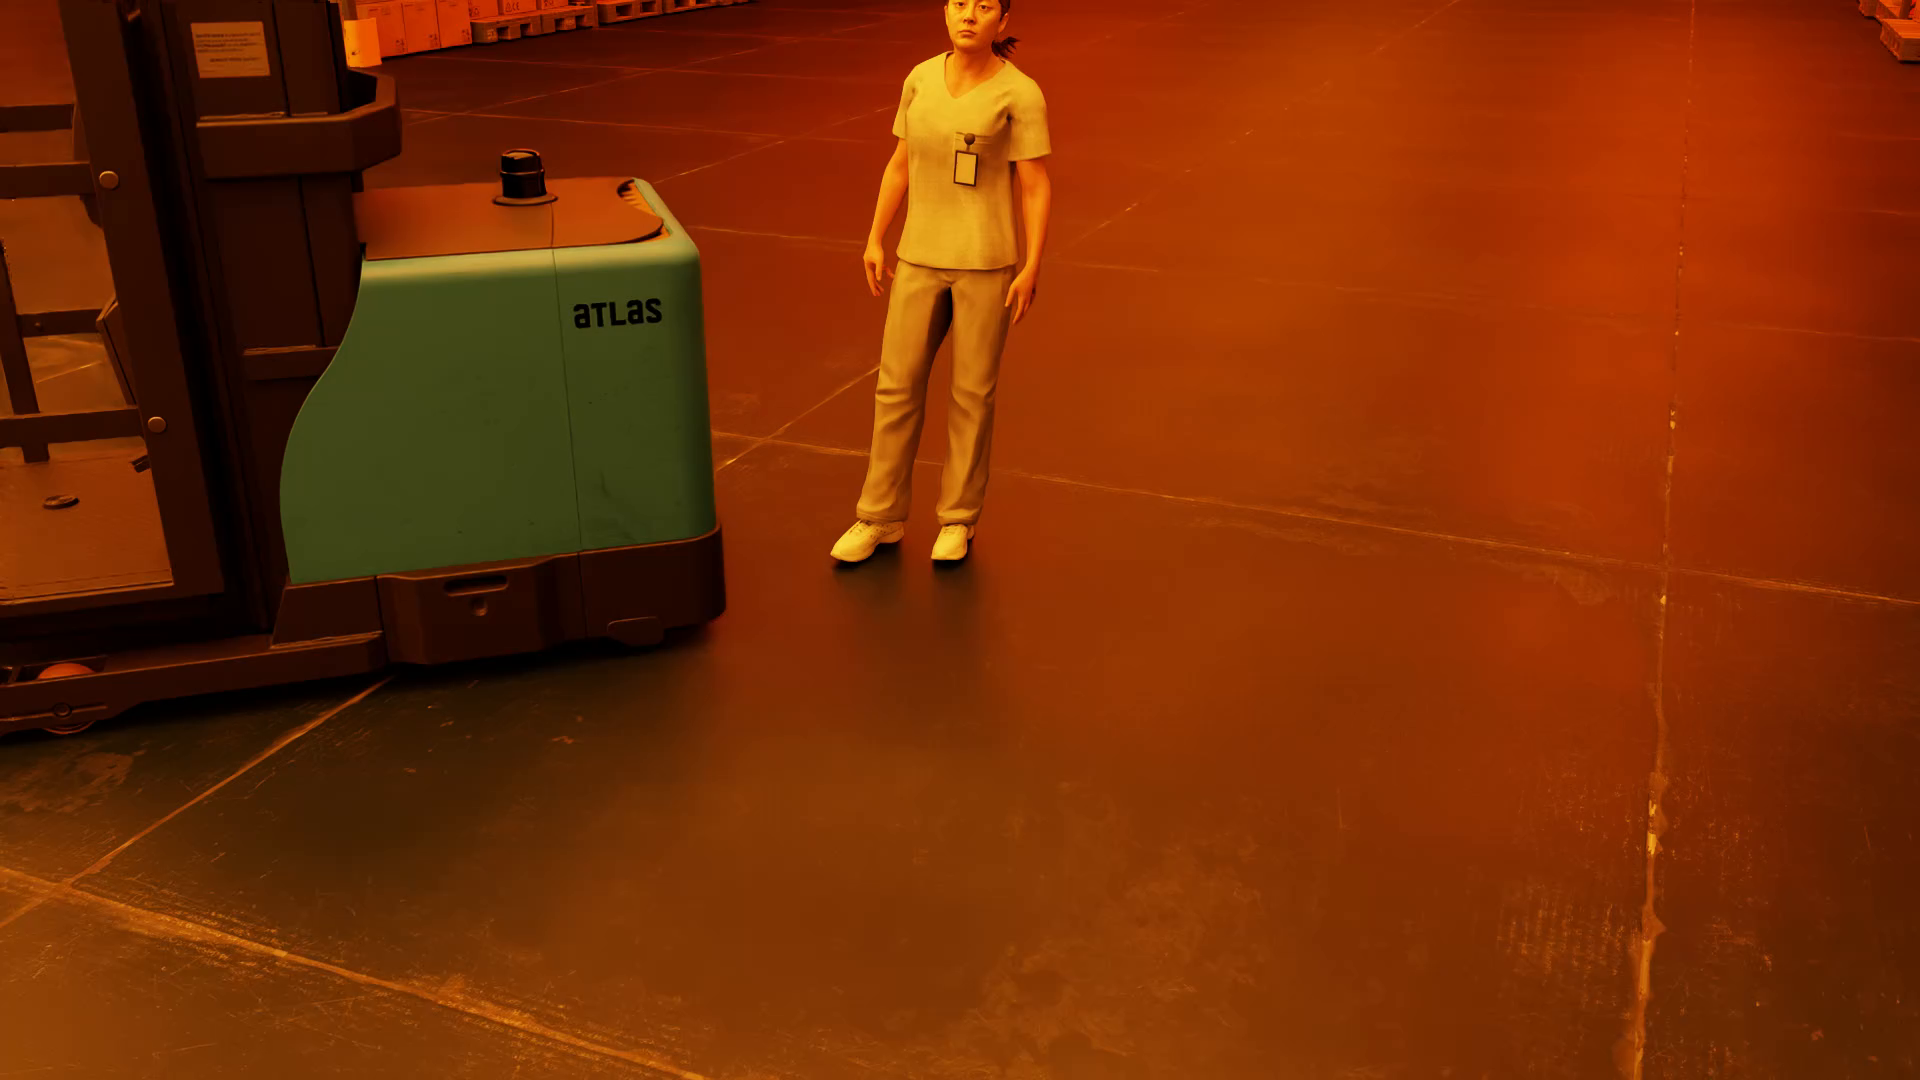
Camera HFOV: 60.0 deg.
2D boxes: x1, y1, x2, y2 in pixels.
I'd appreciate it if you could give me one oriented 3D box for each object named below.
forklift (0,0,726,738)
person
[{"bbox_3d":[-2.204,-1.093,3.907,3.031,2.935,1.130,-7,24,-16],"label":"forklift"},{"bbox_3d":[-0.019,-0.687,4.780,0.516,1.362,0.395,9,24,21],"label":"person"}]
